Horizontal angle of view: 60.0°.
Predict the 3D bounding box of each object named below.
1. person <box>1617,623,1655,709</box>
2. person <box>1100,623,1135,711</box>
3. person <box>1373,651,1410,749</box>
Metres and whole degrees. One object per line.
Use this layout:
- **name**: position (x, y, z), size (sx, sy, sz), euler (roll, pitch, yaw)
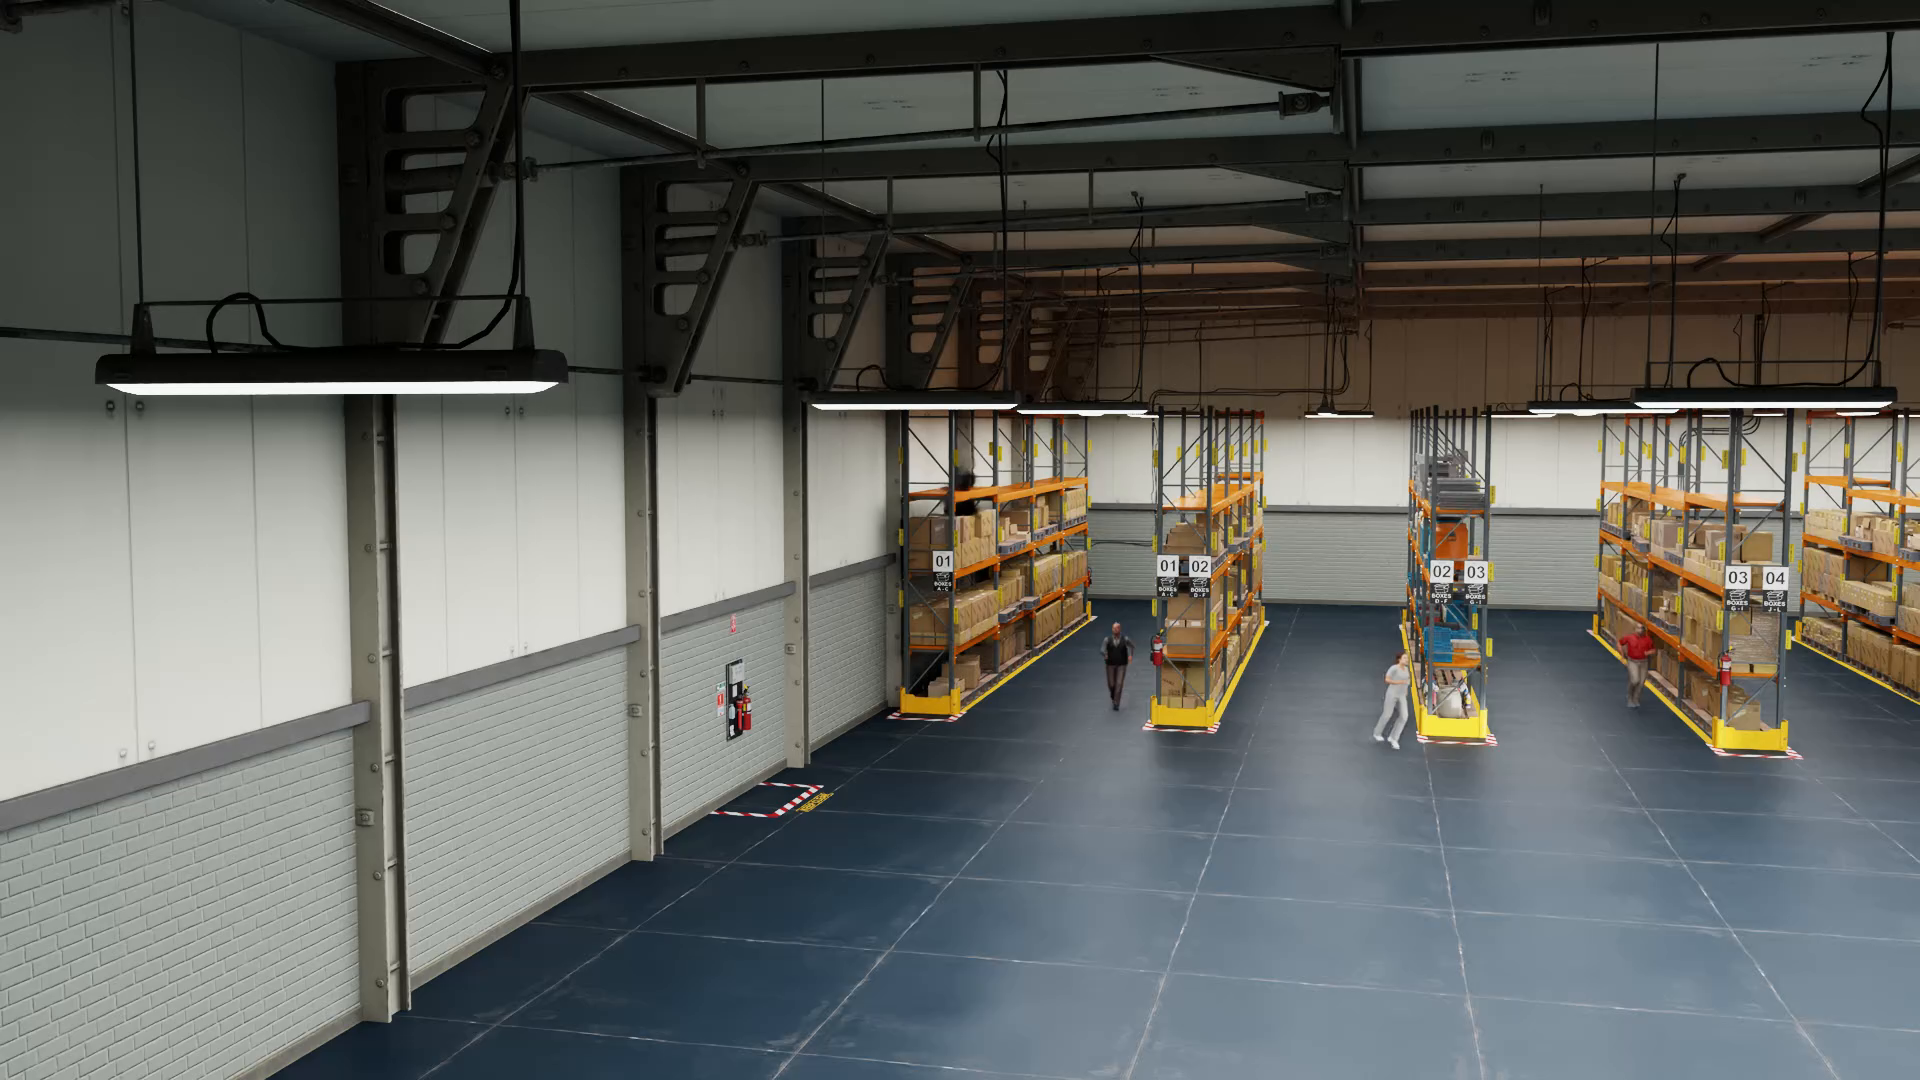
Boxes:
- **person**: position (13.472, 2.500, 33.031), size (0.652, 1.718, 0.653), euler (0, 4, 2)
- **person**: position (3.121, 2.501, 33.061), size (0.676, 1.689, 0.971), euler (1, 4, 10)
- **person**: position (7.725, 2.801, 29.397), size (0.584, 1.673, 0.711), euler (-1, 4, -18)
